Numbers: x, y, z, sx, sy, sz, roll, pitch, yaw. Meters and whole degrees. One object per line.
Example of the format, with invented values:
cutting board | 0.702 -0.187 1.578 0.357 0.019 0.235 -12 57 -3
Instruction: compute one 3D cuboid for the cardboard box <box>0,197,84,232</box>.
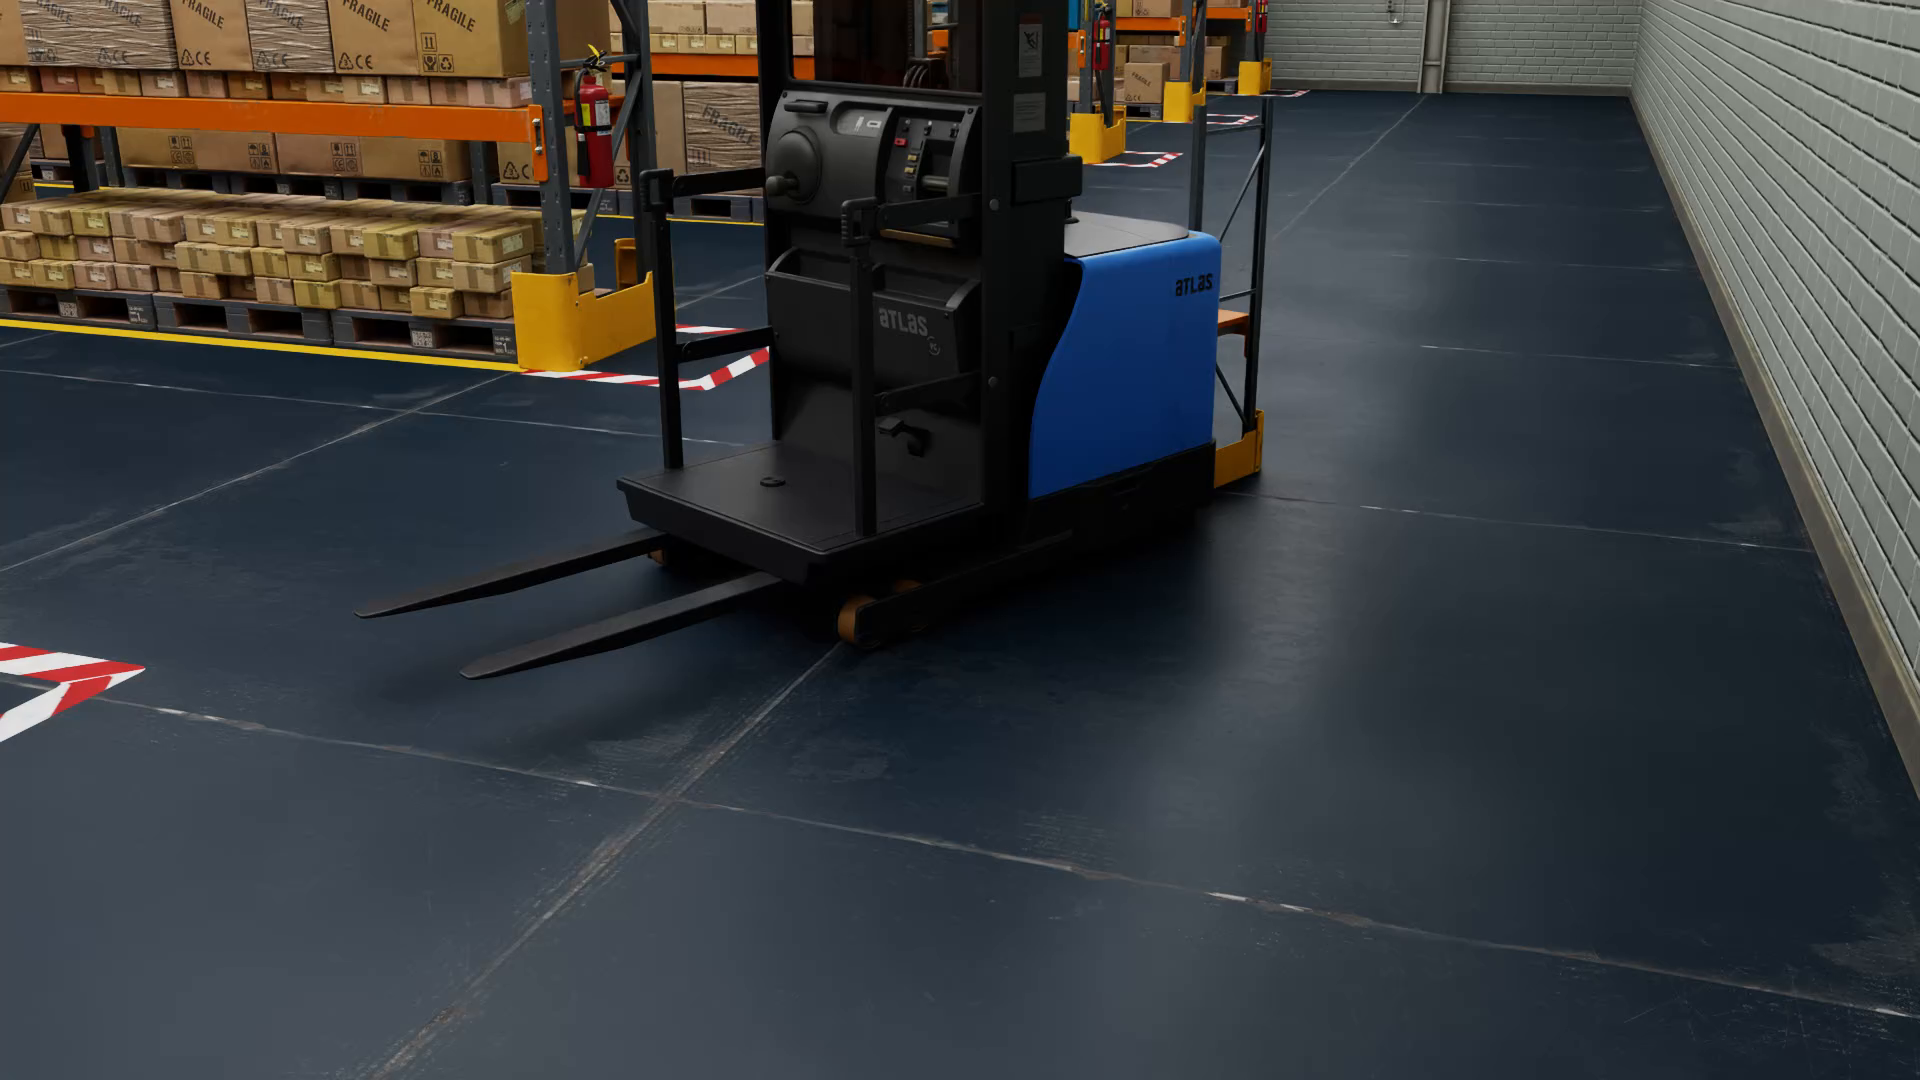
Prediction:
cardboard box | -5.415 -1.928 9.840 0.250 0.149 0.380 7 21 20

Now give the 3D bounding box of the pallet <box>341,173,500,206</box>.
pallet | -4.703 -3.171 14.853 1.213 0.211 1.003 7 20 18

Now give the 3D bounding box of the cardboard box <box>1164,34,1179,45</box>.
cardboard box | 3.481 -8.115 26.974 0.250 0.149 0.380 7 20 19

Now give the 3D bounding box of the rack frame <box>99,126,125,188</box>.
rack frame | -7.728 -4.860 15.461 0.127 3.000 1.000 7 20 18

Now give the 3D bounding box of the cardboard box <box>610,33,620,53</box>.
cardboard box | -2.791 -4.062 13.553 0.250 0.149 0.380 6 20 17

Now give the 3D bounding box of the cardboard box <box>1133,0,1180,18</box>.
cardboard box | 2.571 -7.087 21.697 0.500 0.500 0.500 7 20 20

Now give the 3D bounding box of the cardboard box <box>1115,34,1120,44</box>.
cardboard box | 2.514 -8.225 27.289 0.250 0.149 0.380 7 20 19

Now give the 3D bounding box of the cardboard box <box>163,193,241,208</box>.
cardboard box | -4.539 -1.980 9.989 0.250 0.149 0.380 7 20 20

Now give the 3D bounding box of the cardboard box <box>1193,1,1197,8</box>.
cardboard box | 3.530 -8.885 26.552 0.700 0.700 0.980 6 20 18

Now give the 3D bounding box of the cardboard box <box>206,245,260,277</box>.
cardboard box | -3.976 -1.588 9.315 0.250 0.149 0.380 7 20 19

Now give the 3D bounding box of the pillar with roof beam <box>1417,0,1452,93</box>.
pillar with roof beam | 6.128 -10.088 21.345 0.400 9.000 9.100 7 20 18

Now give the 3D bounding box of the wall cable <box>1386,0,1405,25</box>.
wall cable | 6.226 -9.252 26.517 1.851 1.984 0.084 7 20 18

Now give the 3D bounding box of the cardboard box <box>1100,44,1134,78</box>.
cardboard box | 2.558 -7.842 27.176 0.500 0.500 0.700 7 20 19

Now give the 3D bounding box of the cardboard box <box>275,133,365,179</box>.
cardboard box | -5.405 -3.782 14.959 0.875 0.875 1.225 6 20 16

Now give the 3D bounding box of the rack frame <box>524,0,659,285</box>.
rack frame | -1.894 -2.465 8.590 0.127 3.000 1.000 7 20 18

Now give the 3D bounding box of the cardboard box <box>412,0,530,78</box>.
cardboard box | -2.403 -2.621 8.434 0.500 0.500 0.500 7 20 19

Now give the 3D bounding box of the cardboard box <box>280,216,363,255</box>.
cardboard box | -3.478 -1.669 9.096 0.250 0.149 0.380 7 21 20

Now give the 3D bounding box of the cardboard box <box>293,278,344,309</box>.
cardboard box | -3.456 -1.391 9.203 0.250 0.149 0.380 6 20 16

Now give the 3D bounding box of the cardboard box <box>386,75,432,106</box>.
cardboard box | -2.759 -2.354 8.655 0.250 0.149 0.380 6 20 18

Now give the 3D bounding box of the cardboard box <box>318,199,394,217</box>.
cardboard box | -3.527 -1.896 9.747 0.250 0.149 0.380 7 20 19

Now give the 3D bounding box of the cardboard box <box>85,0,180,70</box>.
cardboard box | -4.353 -2.836 9.050 0.500 0.500 0.500 6 20 17

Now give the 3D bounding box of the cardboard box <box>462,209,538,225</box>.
cardboard box | -2.577 -1.752 9.335 0.250 0.149 0.380 7 20 19

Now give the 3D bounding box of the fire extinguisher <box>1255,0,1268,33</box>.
fire extinguisher | 4.697 -8.244 25.853 0.183 0.674 0.296 7 20 18

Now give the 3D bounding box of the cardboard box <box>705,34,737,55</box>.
cardboard box | -1.825 -3.951 13.235 0.250 0.149 0.380 7 20 18

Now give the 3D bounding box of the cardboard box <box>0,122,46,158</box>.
cardboard box | -8.895 -4.009 16.151 0.500 0.500 0.700 5 20 14

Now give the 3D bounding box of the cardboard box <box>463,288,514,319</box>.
cardboard box | -2.459 -1.309 8.967 0.250 0.149 0.380 7 20 19

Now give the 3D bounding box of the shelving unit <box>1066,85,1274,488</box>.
shelving unit | 0.663 -1.049 6.807 1.083 1.500 0.587 17 25 39

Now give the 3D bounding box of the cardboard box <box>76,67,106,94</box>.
cardboard box | -4.720 -2.597 9.352 0.250 0.149 0.380 6 20 16

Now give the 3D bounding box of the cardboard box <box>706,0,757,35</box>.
cardboard box | -1.675 -4.145 13.187 0.500 0.250 0.500 6 20 16

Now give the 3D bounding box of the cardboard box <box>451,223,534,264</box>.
cardboard box | -2.477 -1.576 8.830 0.250 0.149 0.380 7 20 19

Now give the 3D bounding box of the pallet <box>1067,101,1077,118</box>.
pallet | 1.110 -5.985 22.926 1.213 0.211 1.003 7 20 18

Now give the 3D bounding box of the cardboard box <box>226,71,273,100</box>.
cardboard box | -3.738 -2.483 9.025 0.250 0.149 0.380 7 20 19

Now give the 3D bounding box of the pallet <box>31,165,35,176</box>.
pallet | -9.614 -3.760 16.544 1.213 0.211 1.003 7 20 18

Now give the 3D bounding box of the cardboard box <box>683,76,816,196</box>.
cardboard box | -1.661 -3.333 13.672 0.875 0.875 0.875 7 20 18

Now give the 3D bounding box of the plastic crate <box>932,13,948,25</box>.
plastic crate | -0.201 -5.556 17.767 0.250 0.136 0.298 7 20 18

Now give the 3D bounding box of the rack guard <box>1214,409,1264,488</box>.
rack guard | 1.032 -0.349 6.697 0.087 0.250 0.587 17 25 39

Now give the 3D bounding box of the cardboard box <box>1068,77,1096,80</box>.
cardboard box | 1.719 -6.240 22.929 0.500 0.250 0.500 7 20 18

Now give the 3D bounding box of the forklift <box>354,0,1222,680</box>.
forklift | -0.445 -1.239 5.178 3.031 2.935 1.130 -18 26 -42

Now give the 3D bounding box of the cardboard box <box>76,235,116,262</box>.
cardboard box | -4.924 -1.736 9.741 0.250 0.149 0.380 6 20 18

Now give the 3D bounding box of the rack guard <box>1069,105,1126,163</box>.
rack guard | 1.482 -4.357 17.816 0.348 0.500 1.175 7 20 18

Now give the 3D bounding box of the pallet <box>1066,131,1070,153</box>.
pallet | 0.689 -4.320 18.149 1.213 0.211 1.003 7 20 18

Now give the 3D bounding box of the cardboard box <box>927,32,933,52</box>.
cardboard box | -0.398 -4.018 13.428 0.250 0.149 0.380 7 20 19

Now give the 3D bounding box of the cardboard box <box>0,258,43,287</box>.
cardboard box | -5.434 -1.610 9.830 0.250 0.149 0.380 6 20 16

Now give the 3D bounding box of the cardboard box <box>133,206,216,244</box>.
cardboard box | -4.452 -1.794 9.455 0.250 0.149 0.380 7 20 19

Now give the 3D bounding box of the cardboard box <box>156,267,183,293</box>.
cardboard box | -4.409 -1.540 9.630 0.250 0.149 0.380 6 20 16

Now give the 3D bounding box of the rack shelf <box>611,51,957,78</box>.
rack shelf | -2.060 -3.872 13.721 4.000 0.370 1.077 7 20 18

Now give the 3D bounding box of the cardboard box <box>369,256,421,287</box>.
cardboard box | -2.977 -1.481 9.009 0.250 0.149 0.380 6 20 16
